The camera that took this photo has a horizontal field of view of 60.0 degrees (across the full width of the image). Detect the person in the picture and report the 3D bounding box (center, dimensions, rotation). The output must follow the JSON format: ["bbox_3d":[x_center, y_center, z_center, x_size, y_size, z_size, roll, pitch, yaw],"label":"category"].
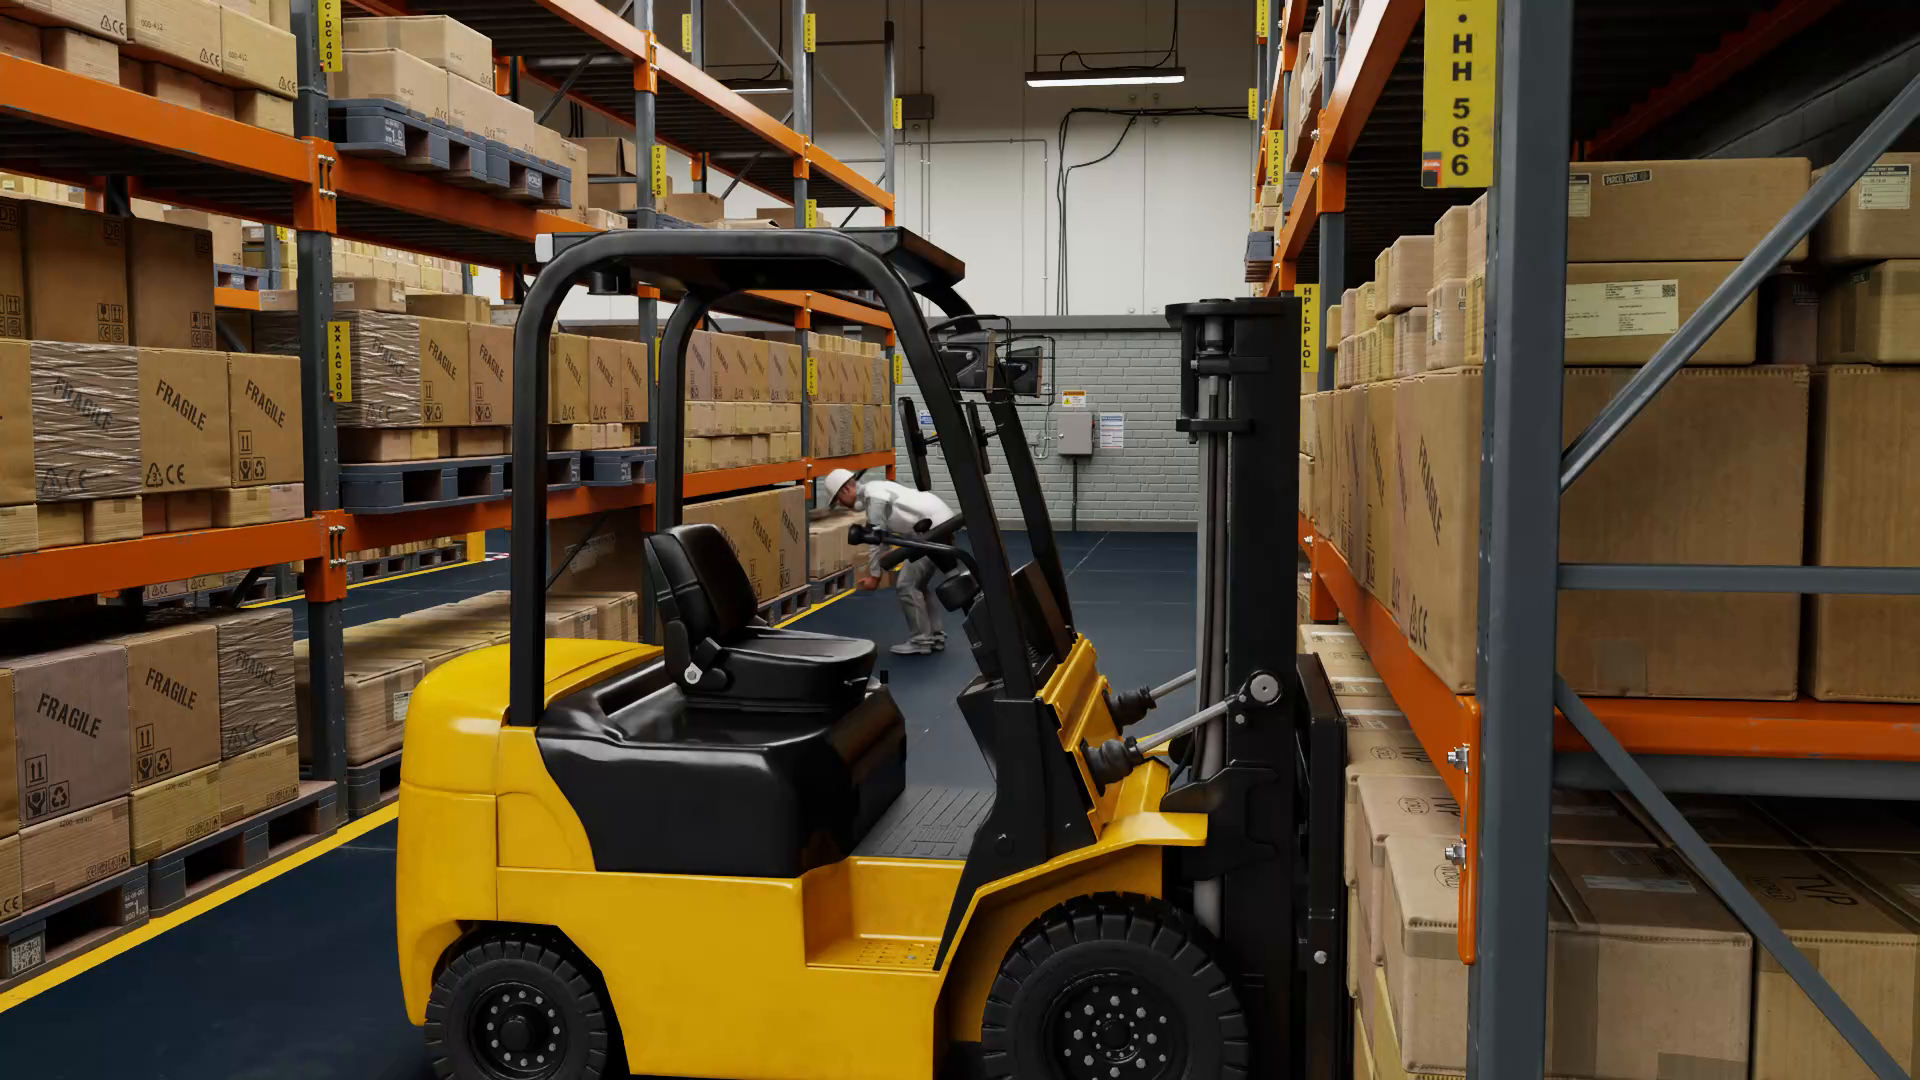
[{"bbox_3d":[-0.499,0.150,11.975,0.959,1.321,0.462,1,4,7],"label":"person"}]
